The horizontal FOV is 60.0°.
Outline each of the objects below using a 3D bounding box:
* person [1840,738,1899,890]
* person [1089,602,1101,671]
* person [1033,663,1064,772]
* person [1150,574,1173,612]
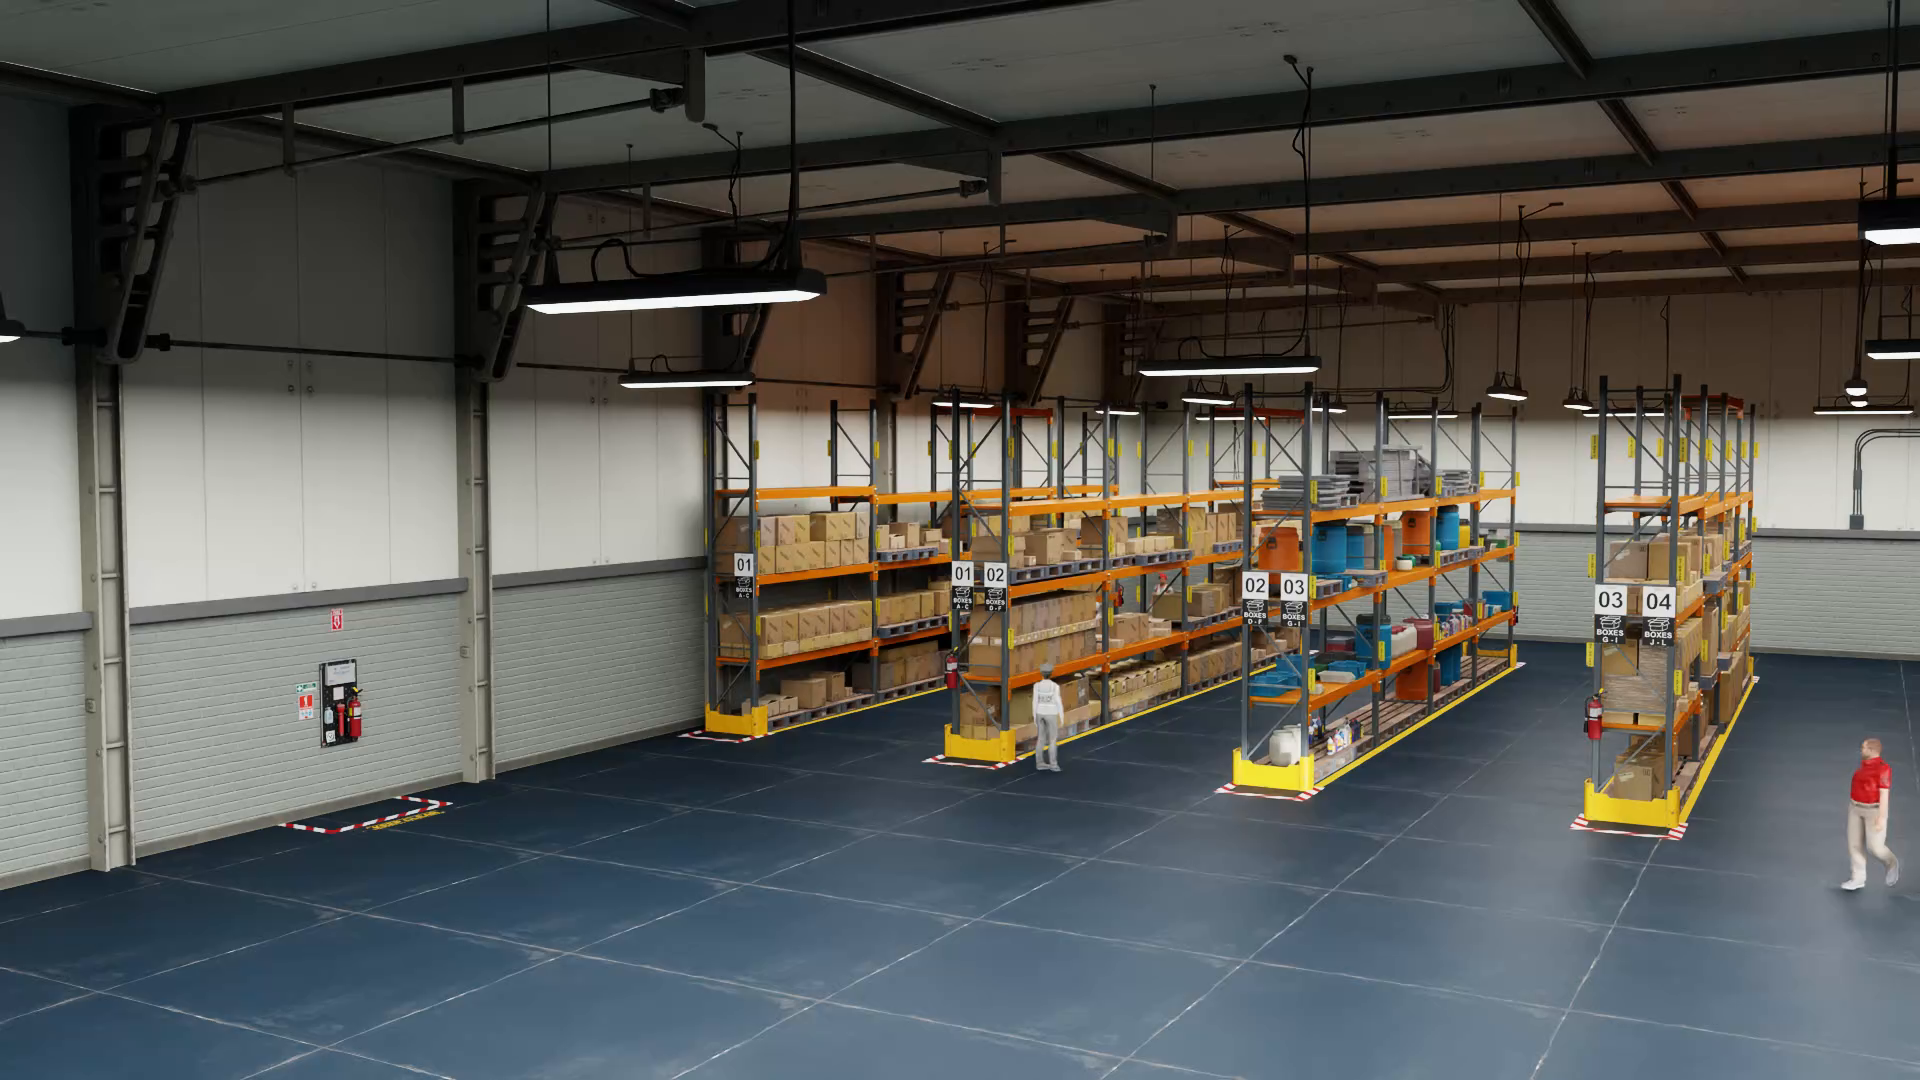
[{"bbox_3d":[10.338,3.109,18.864,0.603,1.713,0.490,-2,4,-28],"label":"person"},{"bbox_3d":[2.777,2.192,35.435,0.455,1.768,0.705,0,3,1],"label":"person"},{"bbox_3d":[1.380,2.761,25.937,0.398,1.699,0.476,-3,4,-45],"label":"person"},{"bbox_3d":[5.265,1.762,43.312,0.633,1.751,0.928,1,3,13],"label":"person"}]
